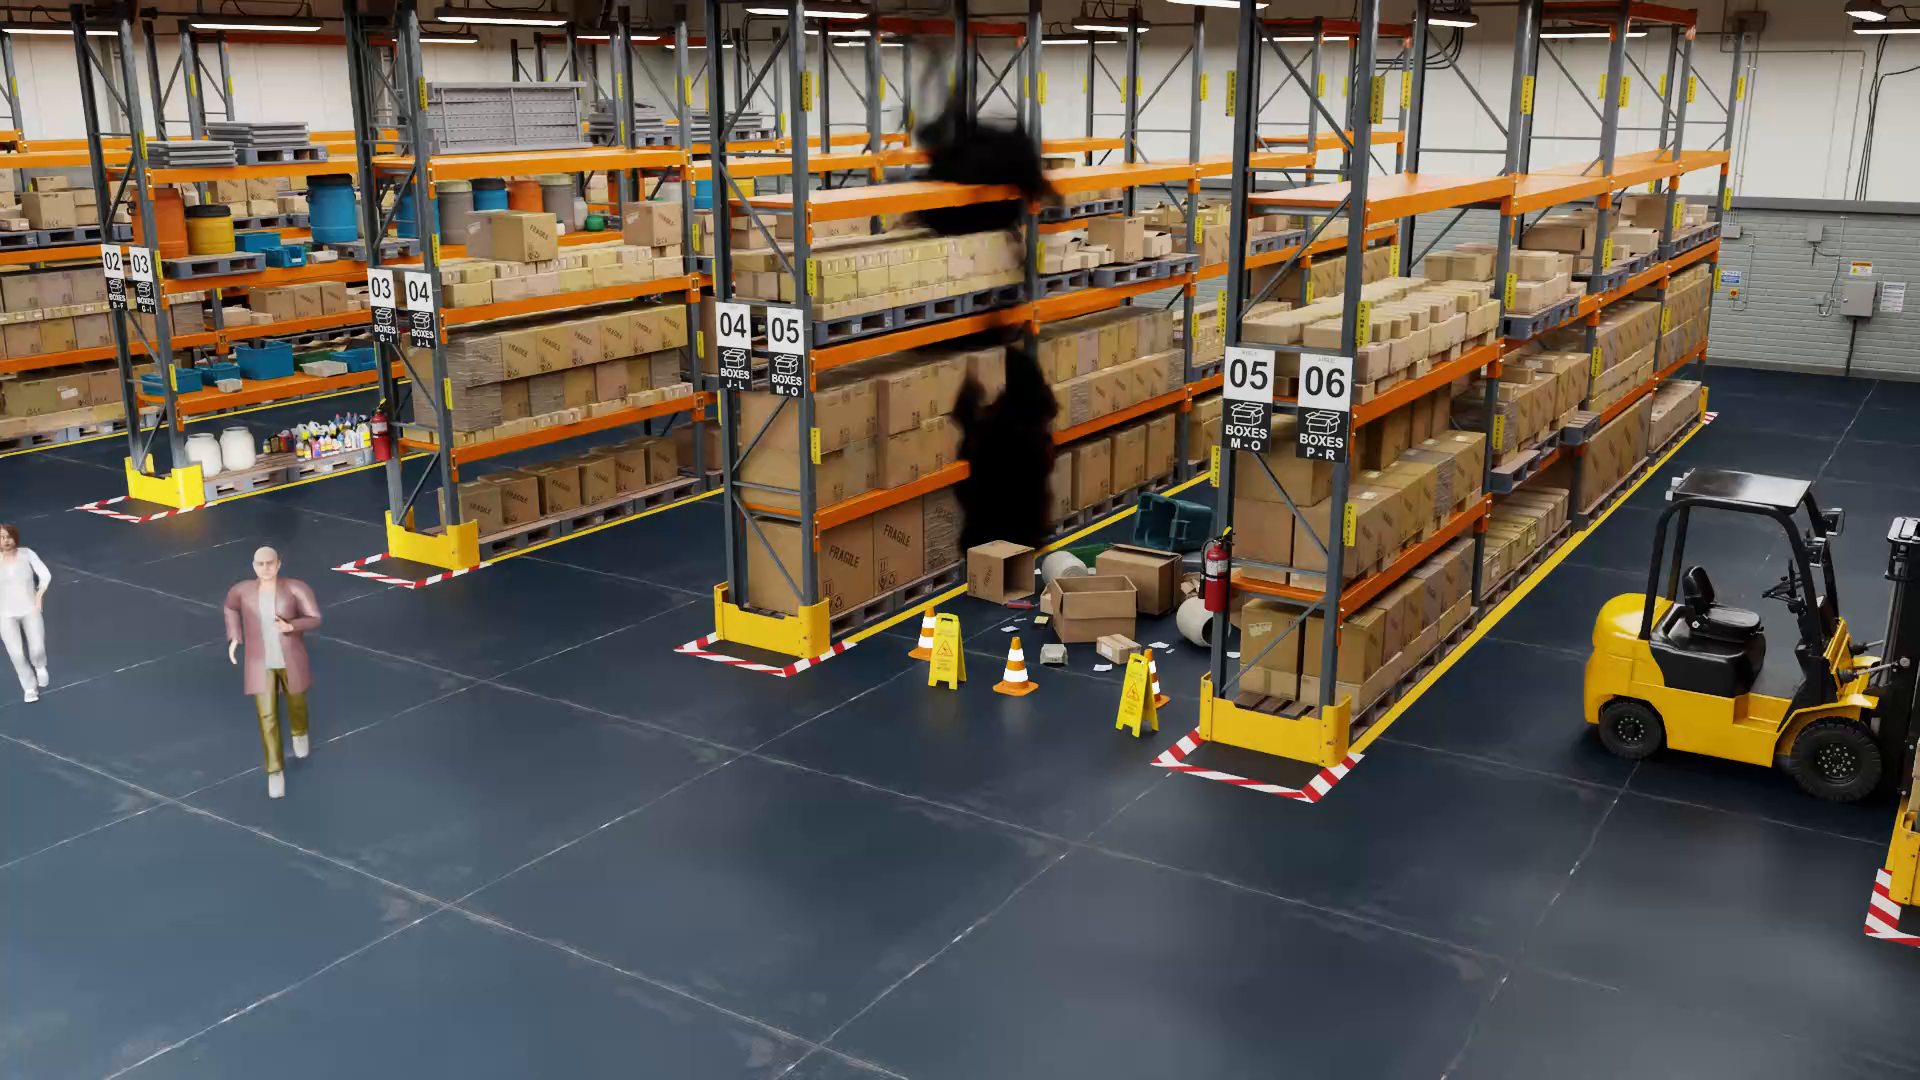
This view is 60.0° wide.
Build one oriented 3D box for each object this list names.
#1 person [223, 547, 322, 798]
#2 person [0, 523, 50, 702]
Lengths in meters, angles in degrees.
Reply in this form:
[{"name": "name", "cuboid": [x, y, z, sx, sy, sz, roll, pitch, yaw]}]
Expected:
[{"name": "person", "cuboid": [-5.132, 0.915, 12.499, 0.697, 1.777, 1.045, -5, 16, -19]}, {"name": "person", "cuboid": [-7.963, 0.624, 14.072, 0.530, 1.552, 0.551, -8, 17, -25]}]
